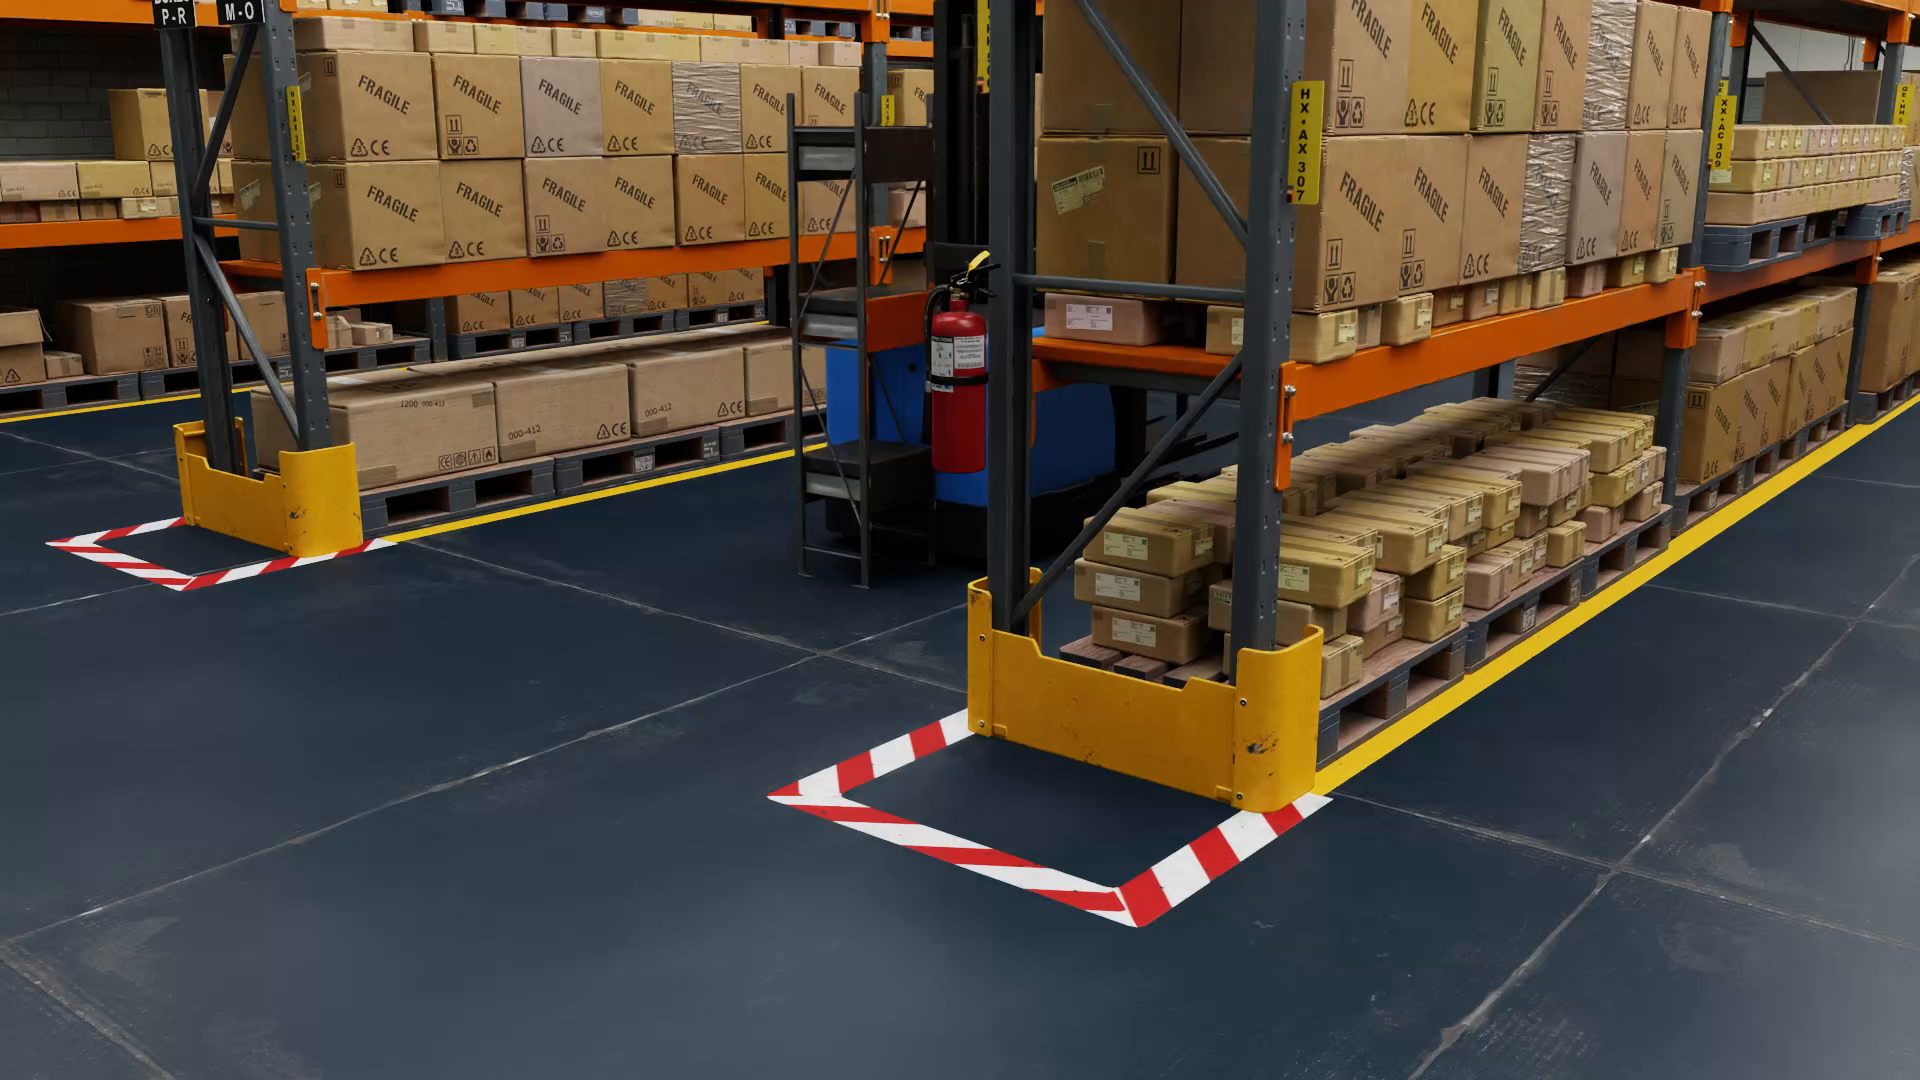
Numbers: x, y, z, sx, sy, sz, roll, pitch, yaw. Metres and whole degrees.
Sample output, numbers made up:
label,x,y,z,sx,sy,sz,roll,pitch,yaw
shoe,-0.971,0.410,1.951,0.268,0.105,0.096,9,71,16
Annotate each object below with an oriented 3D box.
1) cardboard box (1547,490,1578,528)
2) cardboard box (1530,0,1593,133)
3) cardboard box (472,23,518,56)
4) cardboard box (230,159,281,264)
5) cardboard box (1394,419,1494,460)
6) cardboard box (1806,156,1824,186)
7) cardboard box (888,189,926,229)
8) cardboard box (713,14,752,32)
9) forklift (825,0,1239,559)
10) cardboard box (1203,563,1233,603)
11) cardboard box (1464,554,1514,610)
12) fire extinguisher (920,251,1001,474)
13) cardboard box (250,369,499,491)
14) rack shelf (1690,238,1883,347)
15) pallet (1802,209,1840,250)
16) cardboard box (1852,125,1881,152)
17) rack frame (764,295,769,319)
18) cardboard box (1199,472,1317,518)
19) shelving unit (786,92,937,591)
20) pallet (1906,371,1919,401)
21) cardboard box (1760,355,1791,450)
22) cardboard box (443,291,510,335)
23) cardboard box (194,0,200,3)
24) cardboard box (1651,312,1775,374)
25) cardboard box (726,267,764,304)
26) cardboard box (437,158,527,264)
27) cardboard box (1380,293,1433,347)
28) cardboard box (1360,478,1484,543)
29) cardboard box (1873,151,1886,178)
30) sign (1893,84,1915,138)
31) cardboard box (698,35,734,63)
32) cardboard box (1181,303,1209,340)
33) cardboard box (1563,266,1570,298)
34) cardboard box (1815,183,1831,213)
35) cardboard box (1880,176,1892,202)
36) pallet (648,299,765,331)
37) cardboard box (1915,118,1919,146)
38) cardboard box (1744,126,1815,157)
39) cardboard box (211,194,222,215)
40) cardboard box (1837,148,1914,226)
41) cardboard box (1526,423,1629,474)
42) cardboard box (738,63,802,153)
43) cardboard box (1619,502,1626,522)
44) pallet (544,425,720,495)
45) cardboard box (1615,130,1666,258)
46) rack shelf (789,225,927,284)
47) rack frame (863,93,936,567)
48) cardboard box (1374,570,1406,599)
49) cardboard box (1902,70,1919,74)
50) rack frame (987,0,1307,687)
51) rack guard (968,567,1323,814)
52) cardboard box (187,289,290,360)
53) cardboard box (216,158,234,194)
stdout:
label,x,y,z,sx,sy,sz,roll,pitch,yaw
cardboard box,2.383,-0.175,7.051,0.380,0.149,0.250,12,18,39
cardboard box,1.977,-1.759,6.116,0.500,0.500,0.500,11,18,36
cardboard box,-2.448,-2.510,8.361,0.380,0.149,0.250,11,18,36
cardboard box,-3.302,-1.673,8.414,0.500,0.500,0.500,11,18,38
cardboard box,2.164,-0.434,7.467,0.380,0.149,0.250,11,18,36
cardboard box,4.287,-1.942,8.729,0.380,0.149,0.250,12,19,40
cardboard box,-0.404,-2.228,11.106,0.500,0.250,0.500,11,18,36
cardboard box,-2.368,-5.036,16.067,0.500,0.250,0.500,11,18,36
forklift,0.614,-1.632,8.595,1.130,2.935,3.031,10,17,34
cardboard box,0.830,0.102,5.961,0.380,0.149,0.250,11,18,36
cardboard box,1.900,0.141,6.411,0.380,0.149,0.250,10,17,35
fire extinguisher,-0.003,-0.550,5.109,0.296,0.674,0.183,11,18,38
cardboard box,-3.063,-0.595,8.723,0.875,0.438,0.875,11,18,36
rack shelf,4.285,-1.545,9.574,1.077,0.370,4.000,11,18,38
pallet,4.330,-1.798,9.499,1.003,0.211,1.213,11,18,38
cardboard box,5.101,-2.332,9.661,0.380,0.149,0.250,12,19,39
rack frame,-2.235,-3.791,16.953,1.000,3.000,0.127,11,18,38
cardboard box,1.128,-0.144,6.325,0.380,0.149,0.250,10,18,35
shelving unit,-0.419,-0.874,7.300,0.431,2.100,0.503,10,17,34
pallet,6.863,-1.297,12.800,1.003,0.211,1.213,11,18,38
cardboard box,4.349,-0.807,9.432,0.500,0.500,0.500,12,18,38
cardboard box,-4.270,-2.075,14.421,0.500,0.500,0.500,12,19,40
cardboard box,-5.690,-3.943,11.970,0.380,0.149,0.250,12,18,39
cardboard box,4.031,-1.069,8.940,0.500,0.250,0.500,12,18,39
cardboard box,-2.333,-2.669,16.759,0.500,0.500,0.500,12,19,39
cardboard box,-2.578,-1.688,8.474,0.500,0.500,0.500,11,18,37
cardboard box,1.311,-0.733,5.425,0.380,0.149,0.250,11,18,36
cardboard box,1.718,-0.114,6.210,0.380,0.149,0.250,12,19,40
cardboard box,5.256,-2.235,9.883,0.380,0.149,0.250,12,18,39
sign,5.970,-2.717,10.537,0.100,0.325,0.005,11,18,38
cardboard box,-1.521,-2.812,9.548,0.380,0.149,0.250,11,18,37
cardboard box,0.685,-0.771,5.575,0.380,0.149,0.250,11,18,37
cardboard box,2.209,-1.047,6.663,0.380,0.149,0.250,11,18,37
cardboard box,4.450,-1.848,8.961,0.380,0.149,0.250,11,18,37
cardboard box,5.432,-2.146,10.134,0.380,0.149,0.250,11,18,37
pallet,-2.733,-2.302,16.756,1.003,0.211,1.213,11,18,38
cardboard box,6.791,-3.188,12.345,0.700,0.500,0.500,11,18,37
cardboard box,4.126,-2.036,8.492,0.380,0.149,0.250,11,18,37
cardboard box,-5.736,-2.510,12.422,0.380,0.149,0.250,11,18,37
cardboard box,6.034,-2.369,11.155,0.500,0.500,0.500,12,18,38
cardboard box,2.726,-0.409,7.368,0.380,0.149,0.250,11,18,37
cardboard box,-1.293,-2.561,9.880,0.500,0.500,0.500,11,18,37
cardboard box,2.818,-0.168,7.629,0.380,0.149,0.250,12,18,39
pallet,-2.191,-0.538,9.811,1.003,0.211,1.213,11,18,38
cardboard box,2.617,-1.468,7.001,0.500,0.500,0.500,11,18,36
rack shelf,0.371,-2.292,12.513,1.077,0.370,4.000,11,18,38
rack frame,-0.277,-0.923,7.492,0.400,2.100,0.015,10,17,34
cardboard box,1.344,0.124,5.874,0.380,0.149,0.250,12,18,38
cardboard box,8.315,-3.704,14.114,0.875,0.550,0.550,11,18,38
rack frame,0.514,-0.745,4.962,1.000,3.000,0.127,11,18,38
rack guard,0.562,0.452,5.327,1.175,0.500,0.348,11,18,38
cardboard box,-5.585,-1.710,12.985,0.700,0.500,0.500,10,18,35
cardboard box,-5.506,-2.769,12.632,0.500,0.250,0.500,11,18,37
